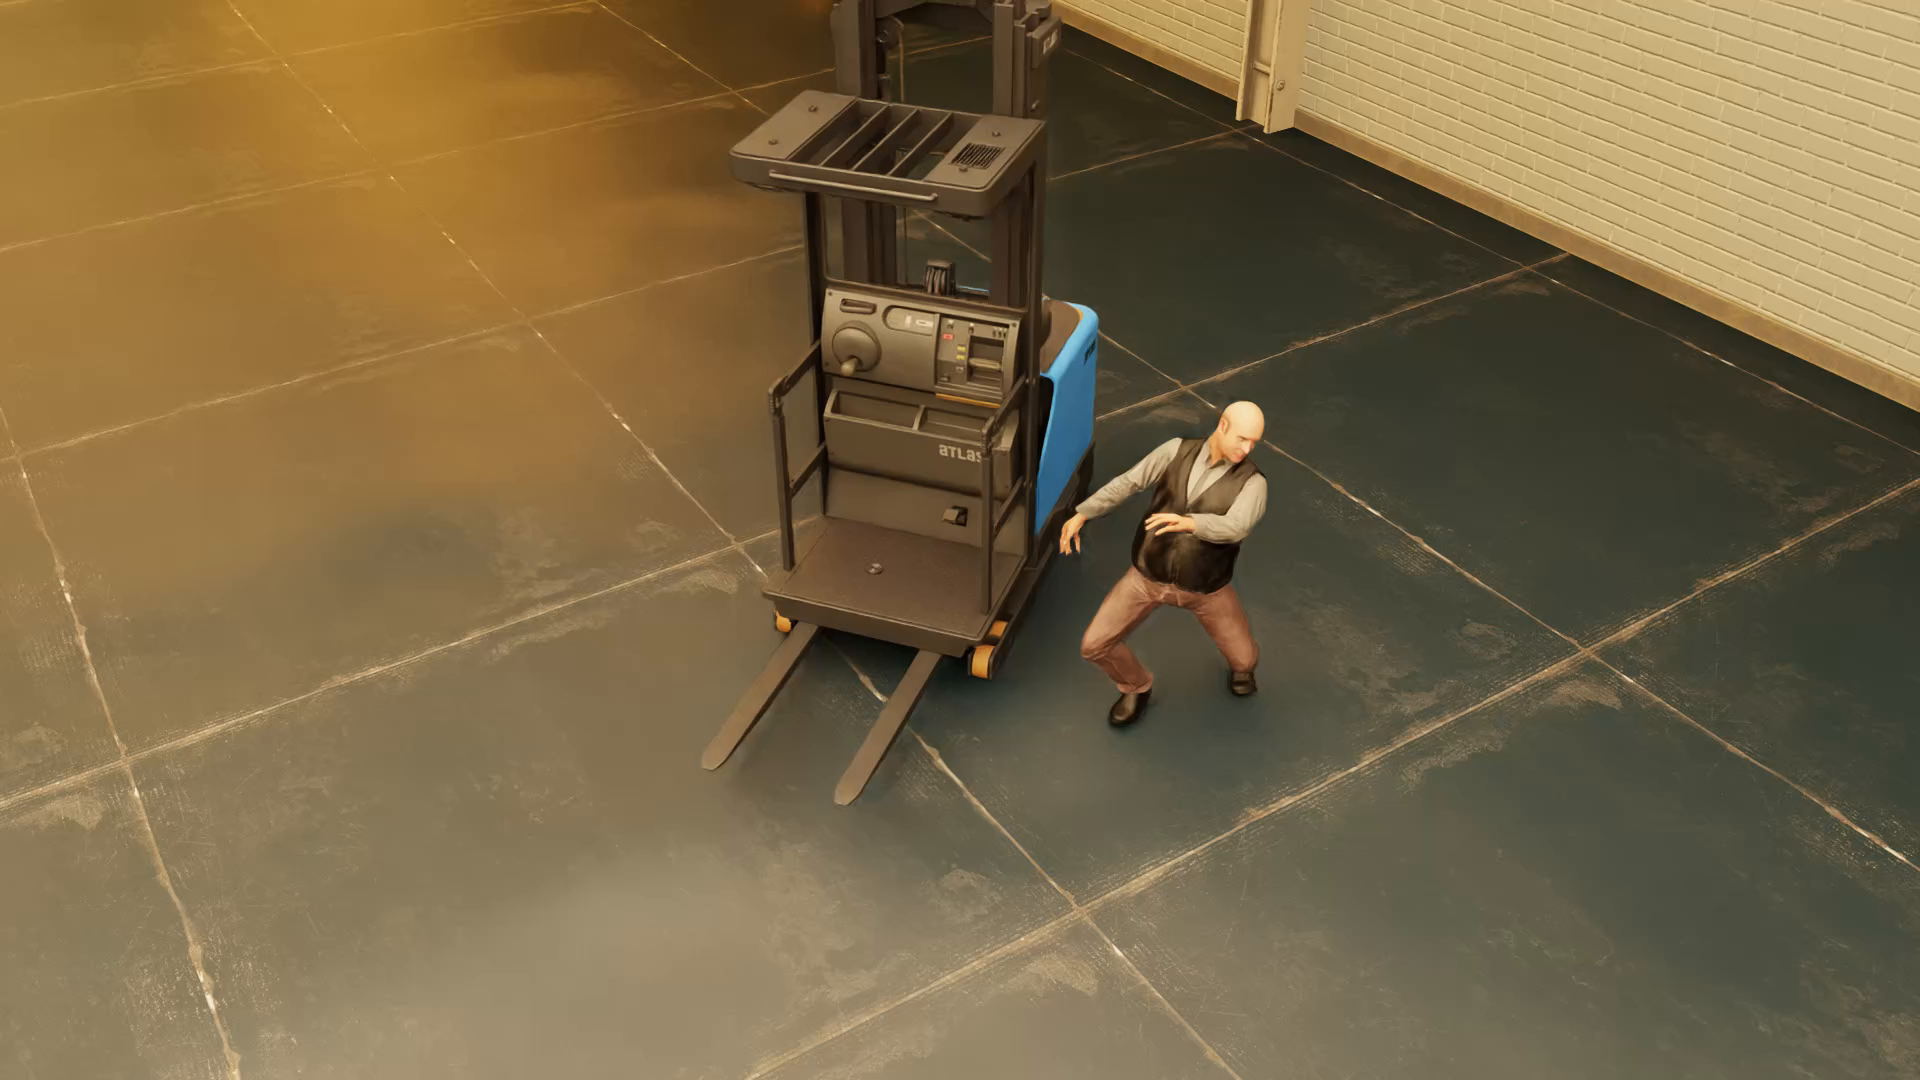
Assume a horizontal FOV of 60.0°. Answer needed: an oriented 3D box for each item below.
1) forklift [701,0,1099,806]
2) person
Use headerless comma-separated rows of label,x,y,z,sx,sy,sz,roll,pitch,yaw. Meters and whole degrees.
forklift,-0.255,-0.818,7.312,1.130,2.935,3.031,12,37,16
person,0.870,0.140,7.144,0.903,1.517,0.815,10,36,14
